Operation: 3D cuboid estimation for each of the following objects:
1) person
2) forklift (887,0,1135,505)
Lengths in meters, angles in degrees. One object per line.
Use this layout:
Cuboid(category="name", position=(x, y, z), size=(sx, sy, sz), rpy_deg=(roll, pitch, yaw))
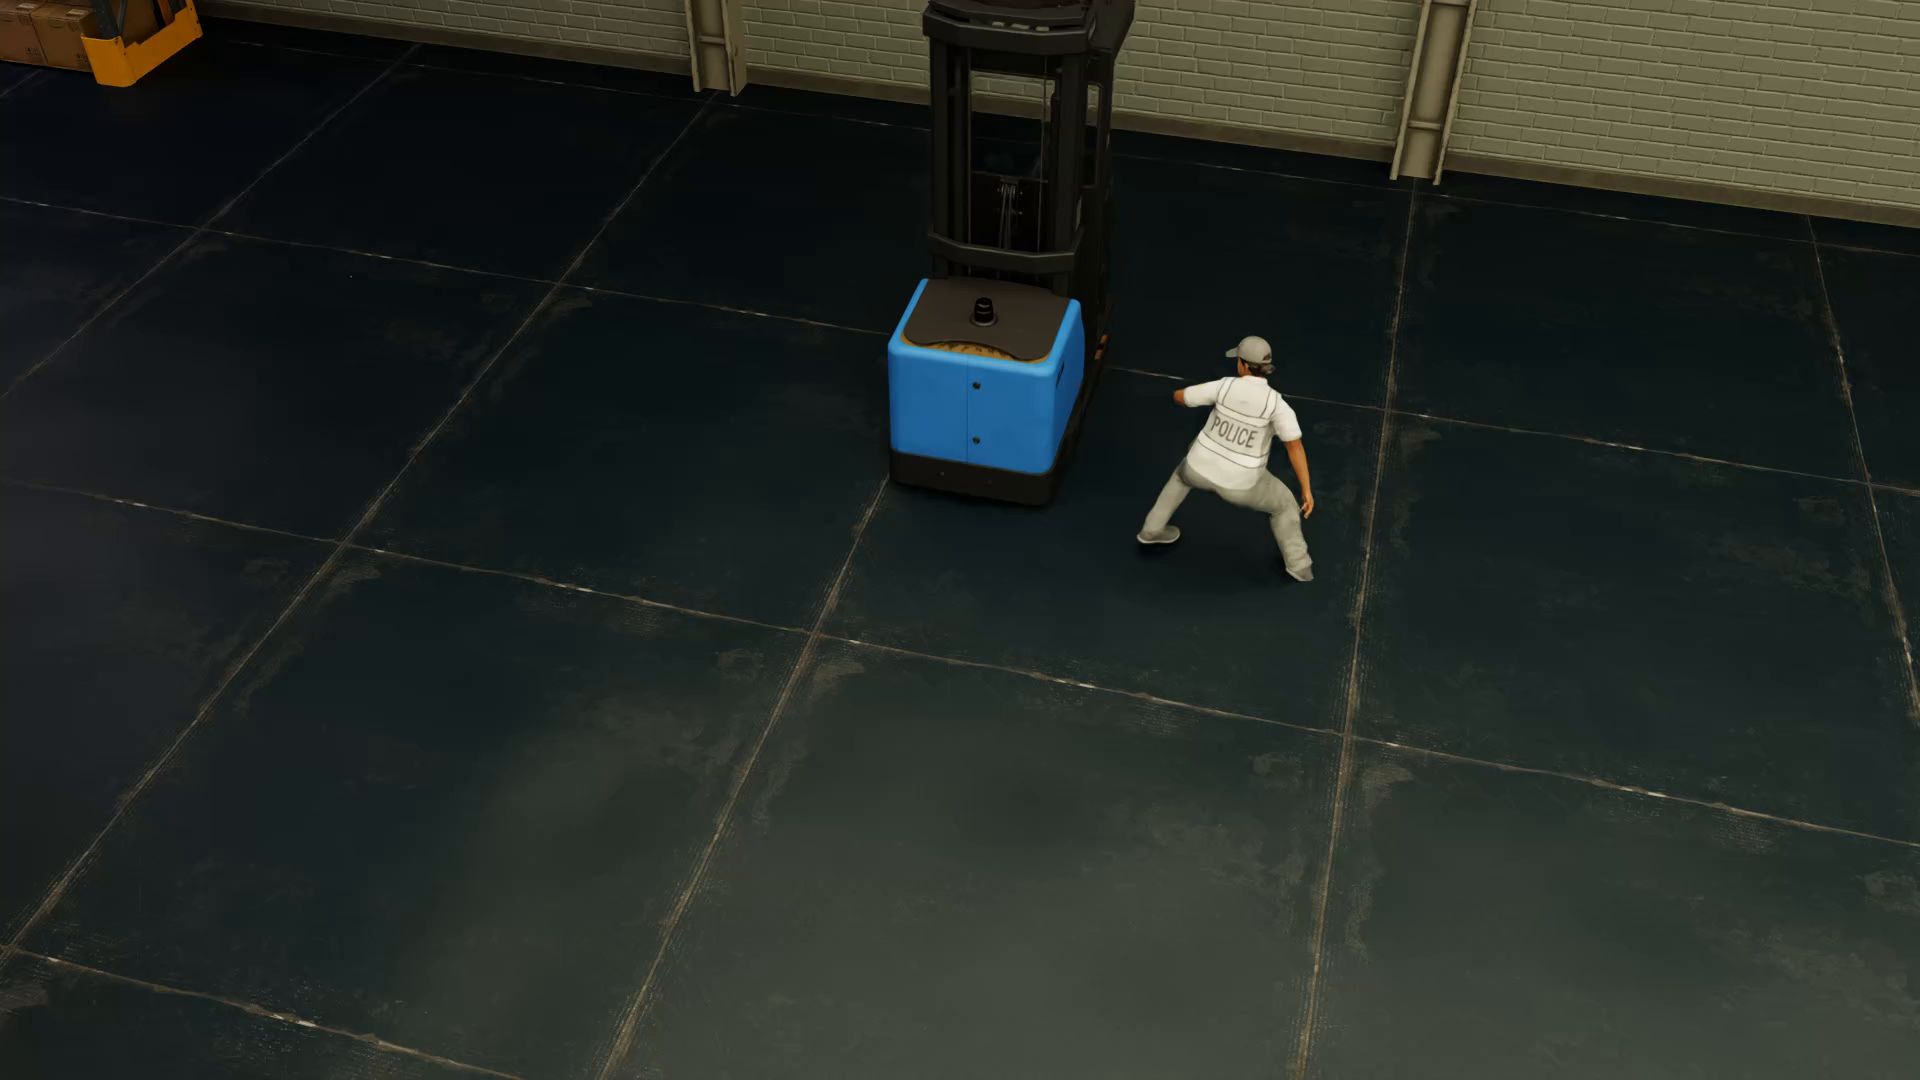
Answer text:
Cuboid(category="person", position=(1.605, -0.391, 9.484), size=(1.040, 1.623, 0.538), rpy_deg=(23, 46, 24))
Cuboid(category="forklift", position=(0.422, -2.297, 10.482), size=(1.130, 2.935, 3.031), rpy_deg=(10, 42, 11))
